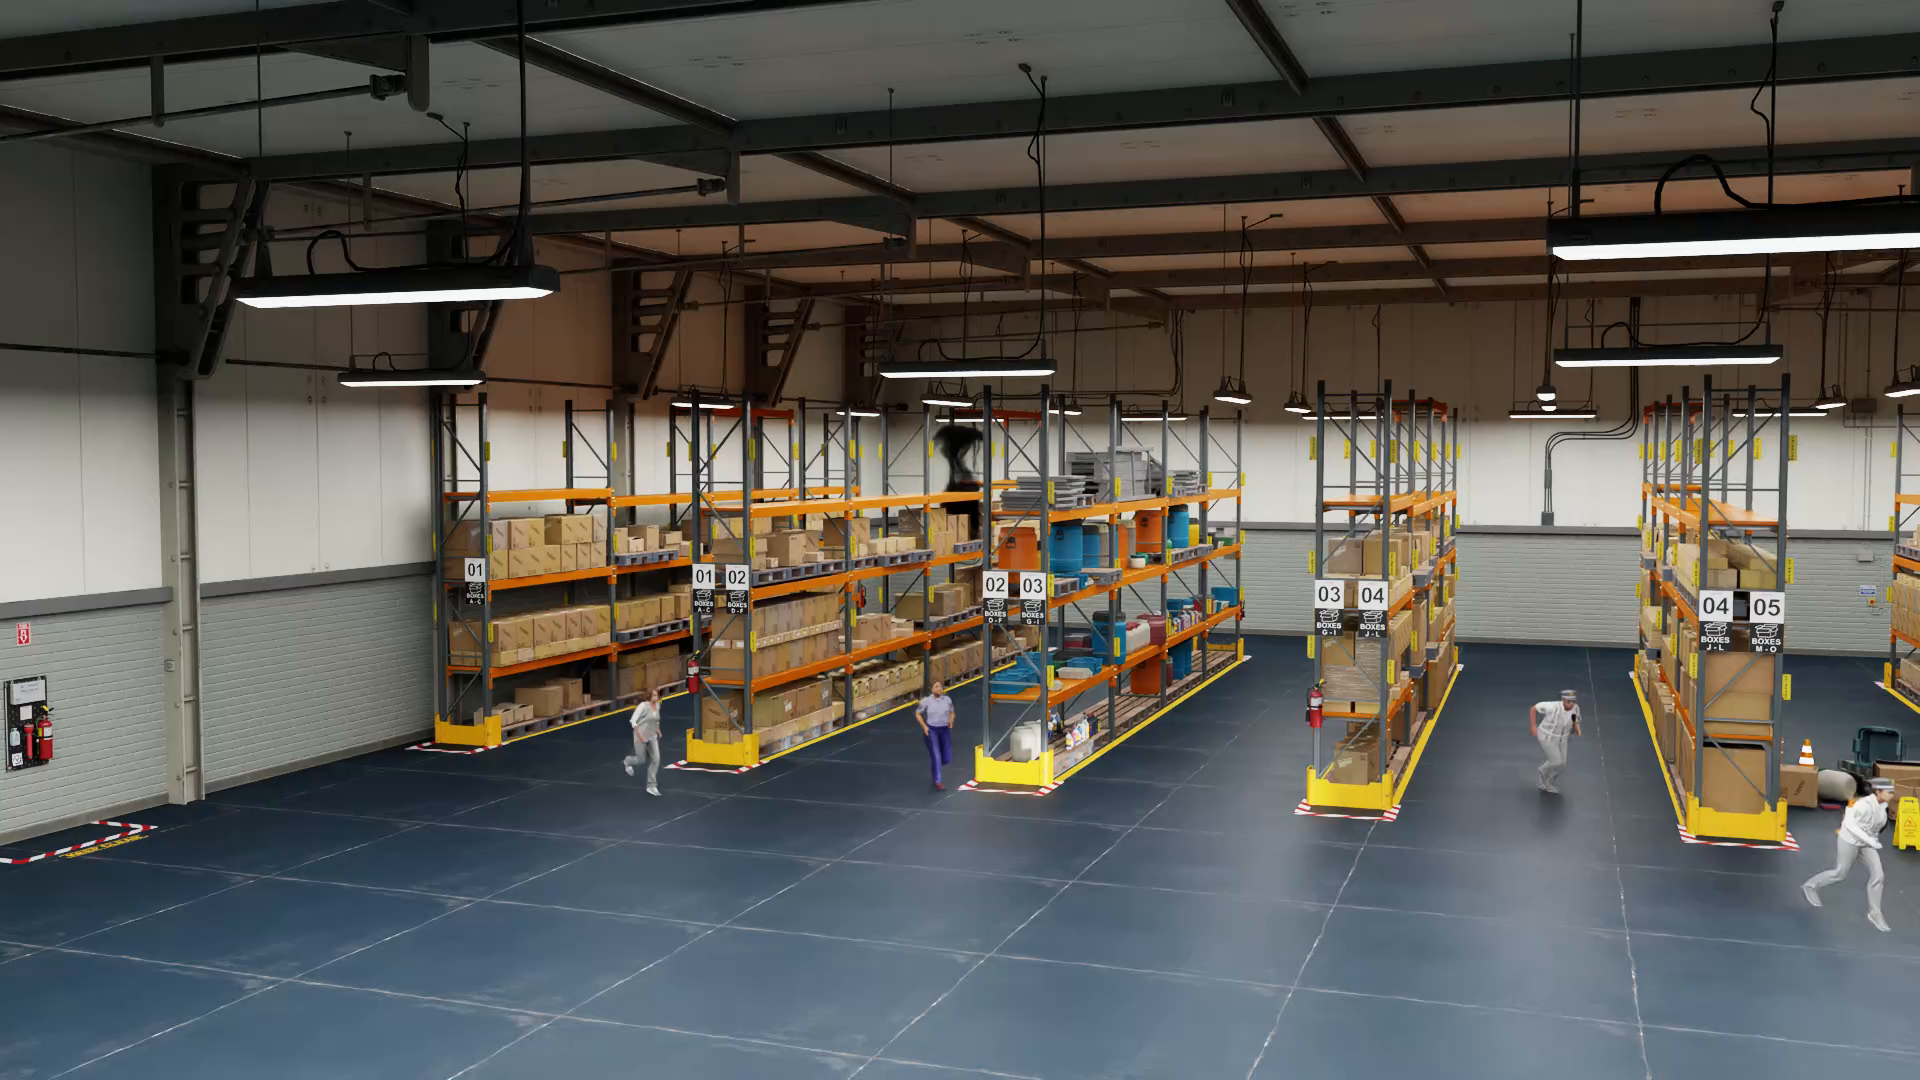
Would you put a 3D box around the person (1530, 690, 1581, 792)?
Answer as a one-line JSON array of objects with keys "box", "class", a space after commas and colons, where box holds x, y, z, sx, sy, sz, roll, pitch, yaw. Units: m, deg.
[{"box": [8.653, 2.930, 24.175, 0.695, 1.571, 0.883, -1, 3, -14], "class": "person"}]

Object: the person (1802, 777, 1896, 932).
[{"box": [9.498, 3.279, 17.759, 0.655, 1.626, 0.979, -2, 4, -34], "class": "person"}]

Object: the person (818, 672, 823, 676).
[{"box": [-3.045, 2.338, 34.614, 0.550, 1.668, 0.691, 1, 3, 14], "class": "person"}]

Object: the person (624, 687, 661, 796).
[{"box": [-4.659, 2.938, 24.470, 0.856, 1.583, 0.543, 3, 4, 44], "class": "person"}]

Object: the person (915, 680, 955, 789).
[{"box": [-0.356, 2.880, 24.798, 0.603, 1.604, 0.621, -1, 3, -20], "class": "person"}]
